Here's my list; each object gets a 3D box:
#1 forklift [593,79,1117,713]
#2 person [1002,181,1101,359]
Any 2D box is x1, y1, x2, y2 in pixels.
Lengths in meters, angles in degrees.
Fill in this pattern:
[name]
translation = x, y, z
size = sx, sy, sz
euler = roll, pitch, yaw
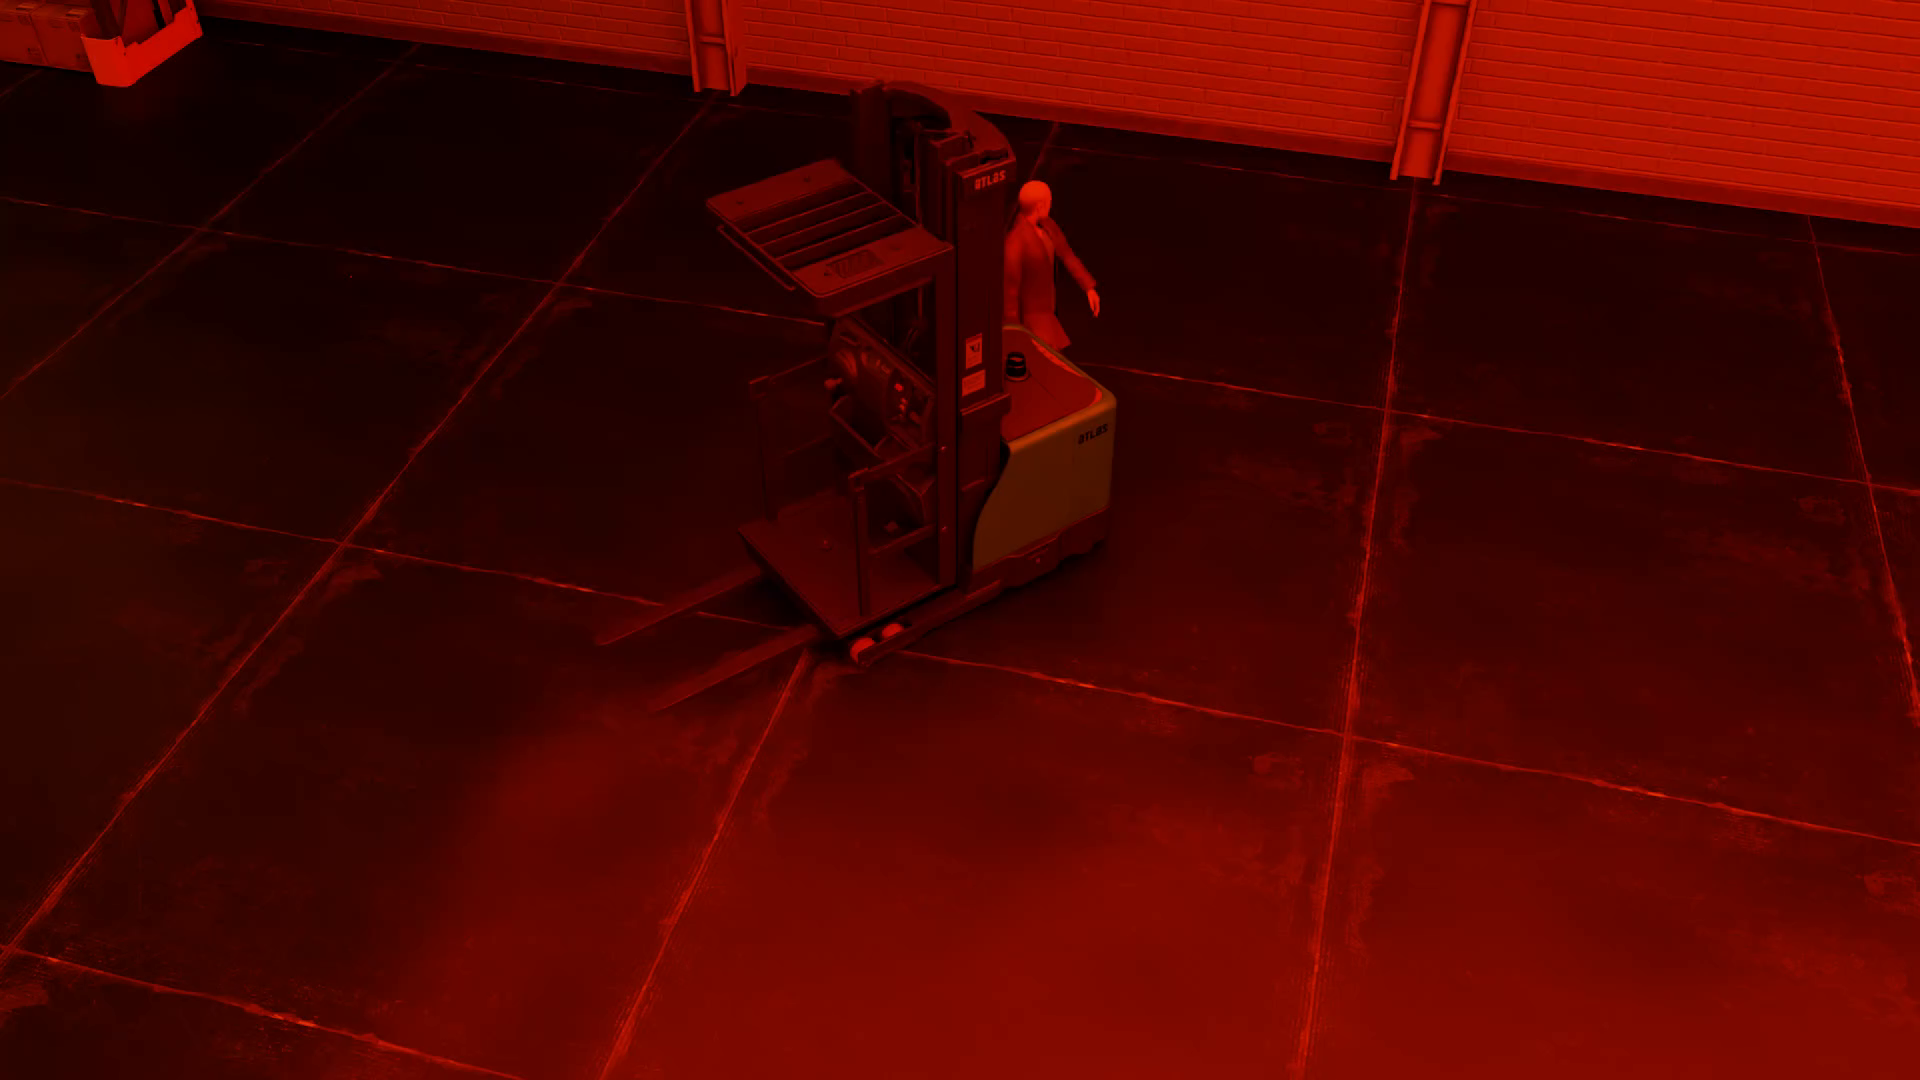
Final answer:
[forklift]
translation = -0.590, -0.792, 8.765
size = 3.031, 2.935, 1.130
euler = -25, 47, -26
[person]
translation = 0.460, -1.417, 10.421
size = 0.803, 1.702, 0.747
euler = 10, 42, 11
